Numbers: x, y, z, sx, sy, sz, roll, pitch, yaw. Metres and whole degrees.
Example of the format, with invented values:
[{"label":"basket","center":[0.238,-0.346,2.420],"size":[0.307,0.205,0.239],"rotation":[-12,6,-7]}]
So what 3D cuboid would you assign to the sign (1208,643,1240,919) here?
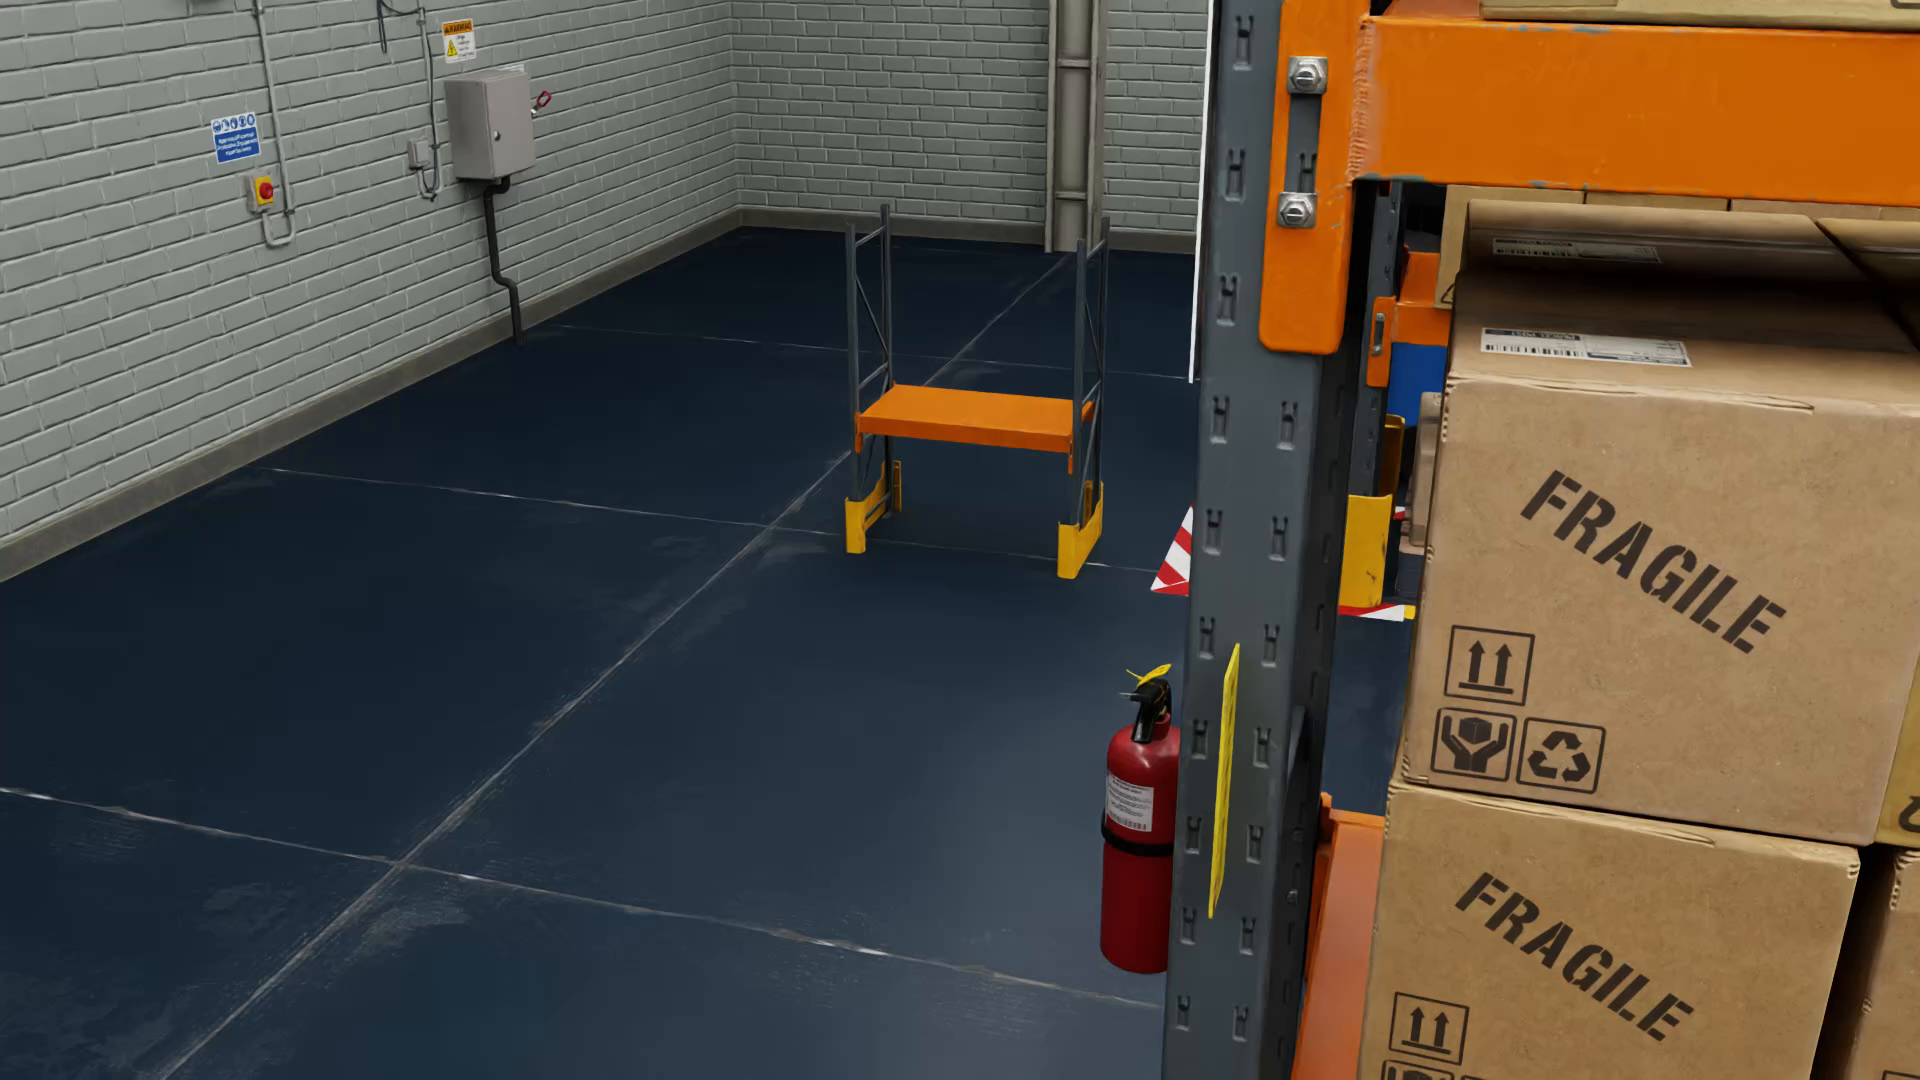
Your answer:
[{"label":"sign","center":[0.314,0.287,1.976],"size":[0.005,0.325,0.100],"rotation":[7,23,16]}]

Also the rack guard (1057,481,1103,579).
[{"label":"rack guard","center":[0.550,-0.053,7.569],"size":[0.087,0.250,0.587],"rotation":[7,23,16]}]

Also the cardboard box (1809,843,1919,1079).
[{"label":"cardboard box","center":[1.341,0.506,2.061],"size":[0.500,0.500,0.500],"rotation":[7,23,16]}]

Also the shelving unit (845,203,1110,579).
[{"label":"shelving unit","center":[0.073,-0.686,7.465],"size":[1.083,1.500,0.587],"rotation":[7,23,16]}]

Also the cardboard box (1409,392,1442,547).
[{"label":"cardboard box","center":[2.465,-0.292,7.351],"size":[0.875,0.438,0.875],"rotation":[6,23,14]}]

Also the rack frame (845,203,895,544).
[{"label":"rack frame","center":[-0.405,-0.740,7.598],"size":[0.032,1.500,0.500],"rotation":[7,23,16]}]

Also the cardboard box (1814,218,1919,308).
[{"label":"cardboard box","center":[1.466,-0.140,2.319],"size":[0.500,0.500,0.500],"rotation":[6,23,14]}]

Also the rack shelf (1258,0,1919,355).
[{"label":"rack shelf","center":[2.386,-0.345,1.654],"size":[4.000,0.370,1.077],"rotation":[7,23,16]}]

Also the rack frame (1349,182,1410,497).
[{"label":"rack frame","center":[1.804,-1.319,7.033],"size":[0.127,3.000,1.000],"rotation":[7,23,16]}]

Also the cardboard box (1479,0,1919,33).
[{"label":"cardboard box","center":[0.827,-0.686,1.734],"size":[0.500,0.250,0.500],"rotation":[7,23,17]}]

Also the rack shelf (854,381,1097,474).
[{"label":"rack shelf","center":[0.082,-0.518,7.531],"size":[1.000,0.185,0.538],"rotation":[7,23,16]}]

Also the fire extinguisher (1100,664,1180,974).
[{"label":"fire extinguisher","center":[0.363,0.504,3.183],"size":[0.183,0.674,0.296],"rotation":[7,23,16]}]

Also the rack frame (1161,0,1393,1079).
[{"label":"rack frame","center":[0.470,0.492,2.618],"size":[0.053,2.616,0.949],"rotation":[7,23,16]}]

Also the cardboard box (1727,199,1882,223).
[{"label":"cardboard box","center":[3.155,-1.101,6.369],"size":[0.500,0.500,0.500],"rotation":[6,23,15]}]

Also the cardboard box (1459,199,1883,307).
[{"label":"cardboard box","center":[0.981,-0.196,2.454],"size":[0.500,0.500,0.500],"rotation":[6,23,14]}]

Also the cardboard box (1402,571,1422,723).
[{"label":"cardboard box","center":[0.975,0.263,2.654],"size":[0.500,0.500,0.500],"rotation":[7,23,17]}]

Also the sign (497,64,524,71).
[{"label":"sign","center":[-2.910,-2.834,10.851],"size":[0.001,0.494,0.329],"rotation":[7,23,16]}]

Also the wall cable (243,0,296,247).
[{"label":"wall cable","center":[-3.601,-2.413,8.320],"size":[0.123,1.953,0.585],"rotation":[7,23,16]}]

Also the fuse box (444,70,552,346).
[{"label":"fuse box","center":[-2.855,-2.080,10.585],"size":[0.414,1.711,0.539],"rotation":[7,23,16]}]

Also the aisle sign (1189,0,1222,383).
[{"label":"aisle sign","center":[0.314,-0.611,1.882],"size":[0.004,0.787,0.394],"rotation":[7,23,16]}]

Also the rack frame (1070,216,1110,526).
[{"label":"rack frame","center":[0.568,-0.629,7.327],"size":[0.032,1.500,0.500],"rotation":[7,23,16]}]

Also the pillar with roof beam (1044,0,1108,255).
[{"label":"pillar with roof beam","center":[-0.330,-4.957,7.998],"size":[0.400,9.000,9.100],"rotation":[7,23,16]}]

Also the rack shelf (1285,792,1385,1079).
[{"label":"rack shelf","center":[2.386,1.043,2.223],"size":[4.000,0.370,1.077],"rotation":[7,23,16]}]

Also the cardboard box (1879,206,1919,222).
[{"label":"cardboard box","center":[3.639,-1.052,6.250],"size":[0.500,0.500,0.500],"rotation":[7,23,17]}]

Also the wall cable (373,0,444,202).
[{"label":"wall cable","center":[-3.203,-2.915,9.585],"size":[0.122,1.984,0.588],"rotation":[7,23,16]}]

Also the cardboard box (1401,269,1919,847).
[{"label":"cardboard box","center":[0.824,-0.010,2.001],"size":[0.500,0.500,0.500],"rotation":[6,23,15]}]

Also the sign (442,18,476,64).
[{"label":"sign","center":[-3.069,-3.060,10.190],"size":[0.001,0.242,0.339],"rotation":[7,23,16]}]

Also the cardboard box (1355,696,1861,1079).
[{"label":"cardboard box","center":[0.821,0.456,2.181],"size":[0.500,0.500,0.500],"rotation":[8,24,18]}]

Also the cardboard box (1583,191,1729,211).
[{"label":"cardboard box","center":[2.673,-1.163,6.521],"size":[0.500,0.500,0.500],"rotation":[6,23,15]}]

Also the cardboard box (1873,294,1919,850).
[{"label":"cardboard box","center":[1.309,0.043,1.872],"size":[0.500,0.500,0.500],"rotation":[7,23,17]}]

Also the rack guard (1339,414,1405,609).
[{"label":"rack guard","center":[1.781,-0.165,7.514],"size":[0.348,0.500,1.175],"rotation":[7,23,16]}]

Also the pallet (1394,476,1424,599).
[{"label":"pallet","center":[2.592,0.031,7.418],"size":[1.213,0.211,1.003],"rotation":[7,23,16]}]

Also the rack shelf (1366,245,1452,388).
[{"label":"rack shelf","center":[3.719,-0.767,6.635],"size":[4.000,0.370,1.077],"rotation":[7,23,16]}]

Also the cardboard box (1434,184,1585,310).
[{"label":"cardboard box","center":[2.181,-1.208,6.631],"size":[0.500,0.500,0.500],"rotation":[6,23,15]}]

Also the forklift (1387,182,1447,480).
[{"label":"forklift","center":[3.123,-2.059,8.927],"size":[3.031,2.935,1.130],"rotation":[-13,25,-28]}]

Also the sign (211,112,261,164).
[{"label":"sign","center":[-3.674,-2.043,8.441],"size":[0.001,0.218,0.327],"rotation":[7,23,16]}]

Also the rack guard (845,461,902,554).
[{"label":"rack guard","center":[-0.404,-0.162,7.835],"size":[0.087,0.250,0.587],"rotation":[7,23,16]}]
